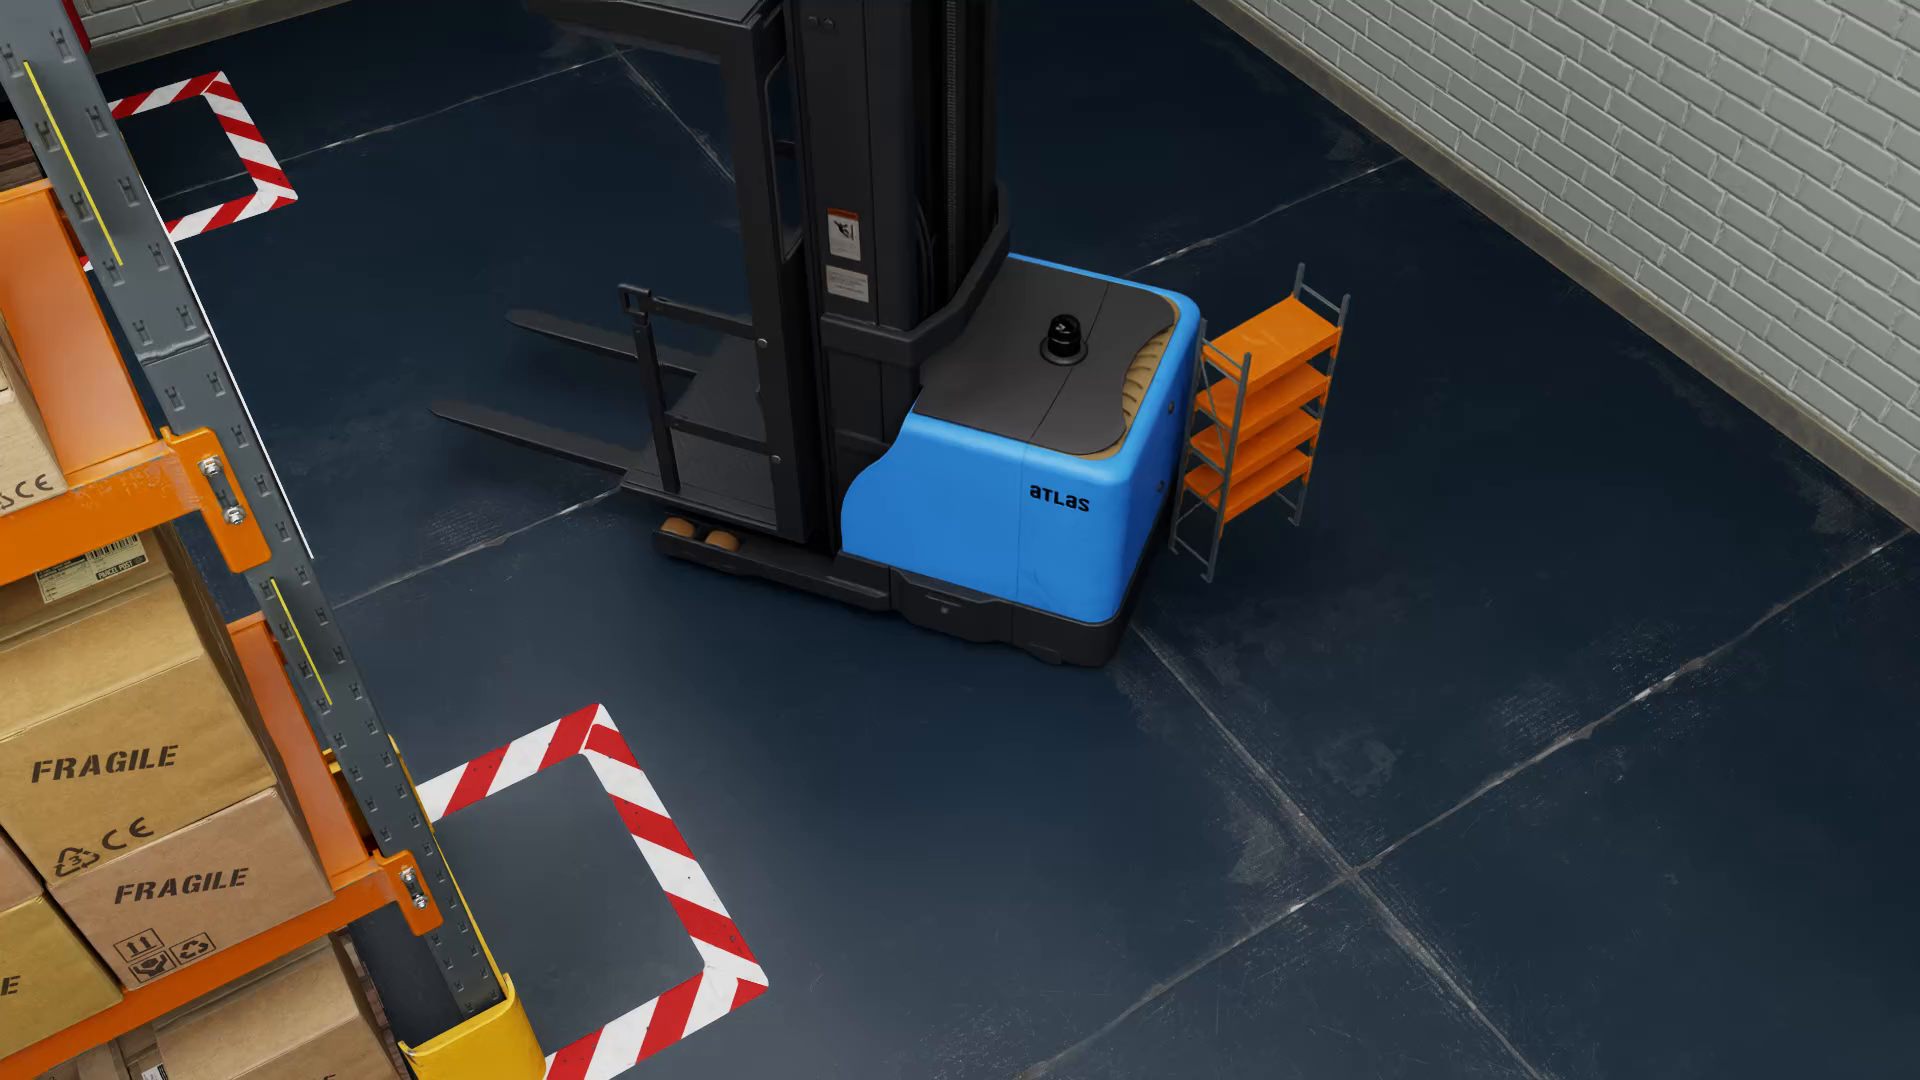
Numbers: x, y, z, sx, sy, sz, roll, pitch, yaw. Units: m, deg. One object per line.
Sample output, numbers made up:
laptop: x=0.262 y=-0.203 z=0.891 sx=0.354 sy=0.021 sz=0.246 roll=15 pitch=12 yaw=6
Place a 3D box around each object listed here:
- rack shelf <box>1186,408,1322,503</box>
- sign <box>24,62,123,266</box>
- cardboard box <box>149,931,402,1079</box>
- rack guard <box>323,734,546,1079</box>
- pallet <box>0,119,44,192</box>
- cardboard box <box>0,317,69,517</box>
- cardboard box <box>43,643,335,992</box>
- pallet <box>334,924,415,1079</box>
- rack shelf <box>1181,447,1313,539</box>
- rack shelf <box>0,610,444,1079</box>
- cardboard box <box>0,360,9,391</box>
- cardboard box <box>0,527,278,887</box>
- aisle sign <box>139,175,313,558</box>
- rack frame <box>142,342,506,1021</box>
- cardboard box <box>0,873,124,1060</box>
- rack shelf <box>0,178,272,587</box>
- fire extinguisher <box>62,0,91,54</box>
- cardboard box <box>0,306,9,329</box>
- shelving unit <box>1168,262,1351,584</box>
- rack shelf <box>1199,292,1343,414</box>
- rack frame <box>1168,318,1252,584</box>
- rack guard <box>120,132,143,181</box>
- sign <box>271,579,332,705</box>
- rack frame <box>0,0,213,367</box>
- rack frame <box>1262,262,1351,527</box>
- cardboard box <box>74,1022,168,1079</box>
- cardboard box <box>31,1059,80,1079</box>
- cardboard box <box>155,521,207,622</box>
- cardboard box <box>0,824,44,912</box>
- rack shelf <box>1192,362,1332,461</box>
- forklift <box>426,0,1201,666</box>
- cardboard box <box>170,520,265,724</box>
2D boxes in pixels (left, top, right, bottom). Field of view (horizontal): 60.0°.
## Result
rack shelf: x=1.104 y=-0.368 z=6.310 sx=0.480 sy=0.148 sz=0.258 roll=-31 pitch=55 yaw=-24
sign: x=-1.386 y=-0.584 z=2.605 sx=0.005 sy=0.325 sz=0.100 roll=-25 pitch=53 yaw=-21
cardboard box: x=-1.994 y=1.407 z=4.813 sx=0.500 sy=0.500 sz=0.500 roll=-25 pitch=53 yaw=-21
rack guard: x=-1.730 y=1.211 z=5.282 sx=0.348 sy=0.500 sz=1.175 roll=-25 pitch=53 yaw=-21
pallet: x=-4.946 y=-1.482 z=7.874 sx=1.213 sy=0.211 sz=1.003 roll=-25 pitch=53 yaw=-21
cardboard box: x=-1.959 y=-0.227 z=2.980 sx=0.500 sy=0.250 sz=0.500 roll=-25 pitch=53 yaw=-21
cardboard box: x=-1.899 y=0.667 z=4.026 sx=0.500 sy=0.500 sz=0.500 roll=-24 pitch=52 yaw=-20
pallet: x=-2.404 y=1.626 z=5.106 sx=1.213 sy=0.211 sz=1.003 roll=-25 pitch=53 yaw=-21
rack shelf: x=1.104 y=-0.236 z=6.458 sx=0.480 sy=0.148 sz=0.258 roll=-31 pitch=55 yaw=-24
rack shelf: x=-3.357 y=1.386 z=3.934 sx=4.000 sy=0.370 sz=1.077 roll=-25 pitch=53 yaw=-21
cardboard box: x=-1.964 y=-0.398 z=2.799 sx=0.500 sy=0.250 sz=0.500 roll=-25 pitch=53 yaw=-21
cardboard box: x=-1.895 y=0.335 z=3.652 sx=0.500 sy=0.500 sz=0.500 roll=-26 pitch=53 yaw=-21
aisle sign: x=-1.444 y=-0.348 z=3.256 sx=0.004 sy=0.787 sz=0.394 roll=-25 pitch=53 yaw=-21
rack frame: x=-1.666 y=0.350 z=4.375 sx=0.127 sy=3.000 sz=1.000 roll=-25 pitch=53 yaw=-21
cardboard box: x=-2.336 y=0.876 z=3.840 sx=0.500 sy=0.500 sz=0.500 roll=-25 pitch=53 yaw=-20
rack shelf: x=-3.357 y=0.388 z=2.814 sx=4.000 sy=0.370 sz=1.077 roll=-25 pitch=53 yaw=-21
fire extinguisher: x=-3.938 y=-2.396 z=7.122 sx=0.183 sy=0.674 sz=0.296 roll=-25 pitch=53 yaw=-21
cardboard box: x=-2.236 y=-0.554 z=3.272 sx=0.500 sy=0.250 sz=0.500 roll=-25 pitch=53 yaw=-21
shelving unit: x=1.104 y=-0.413 z=6.260 sx=0.503 sy=1.200 sz=0.258 roll=-31 pitch=55 yaw=-24
rack shelf: x=1.104 y=-0.674 z=5.966 sx=0.480 sy=0.148 sz=0.258 roll=-31 pitch=55 yaw=-24
rack frame: x=0.913 y=-0.300 z=6.159 sx=0.015 sy=1.200 sz=0.240 roll=-31 pitch=55 yaw=-24
rack guard: x=-4.292 y=-1.956 z=8.102 sx=0.348 sy=0.500 sz=1.175 roll=-25 pitch=53 yaw=-21
sign: x=-1.386 y=0.218 z=3.505 sx=0.005 sy=0.325 sz=0.100 roll=-25 pitch=53 yaw=-21
rack frame: x=-1.666 y=-1.645 z=2.135 sx=0.127 sy=3.000 sz=1.000 roll=-25 pitch=53 yaw=-21
rack frame: x=1.296 y=-0.526 z=6.360 sx=0.015 sy=1.200 sz=0.240 roll=-31 pitch=55 yaw=-24
cardboard box: x=-2.384 y=1.623 z=4.844 sx=0.250 sy=0.166 sz=0.380 roll=-25 pitch=53 yaw=-21
cardboard box: x=-2.700 y=1.355 z=5.027 sx=0.500 sy=0.250 sz=0.500 roll=-25 pitch=53 yaw=-21
cardboard box: x=-2.181 y=-0.006 z=3.955 sx=0.500 sy=0.500 sz=0.500 roll=-24 pitch=52 yaw=-20
cardboard box: x=-2.322 y=0.537 z=3.472 sx=0.500 sy=0.500 sz=0.500 roll=-24 pitch=53 yaw=-20
rack shelf: x=1.104 y=-0.517 z=6.143 sx=0.480 sy=0.148 sz=0.258 roll=-31 pitch=55 yaw=-24
forklift: x=-0.680 y=-1.203 z=5.804 sx=3.031 sy=2.935 sz=1.130 roll=16 pitch=50 yaw=14
cardboard box: x=-2.181 y=0.327 z=4.329 sx=0.500 sy=0.500 sz=0.500 roll=-24 pitch=53 yaw=-20
